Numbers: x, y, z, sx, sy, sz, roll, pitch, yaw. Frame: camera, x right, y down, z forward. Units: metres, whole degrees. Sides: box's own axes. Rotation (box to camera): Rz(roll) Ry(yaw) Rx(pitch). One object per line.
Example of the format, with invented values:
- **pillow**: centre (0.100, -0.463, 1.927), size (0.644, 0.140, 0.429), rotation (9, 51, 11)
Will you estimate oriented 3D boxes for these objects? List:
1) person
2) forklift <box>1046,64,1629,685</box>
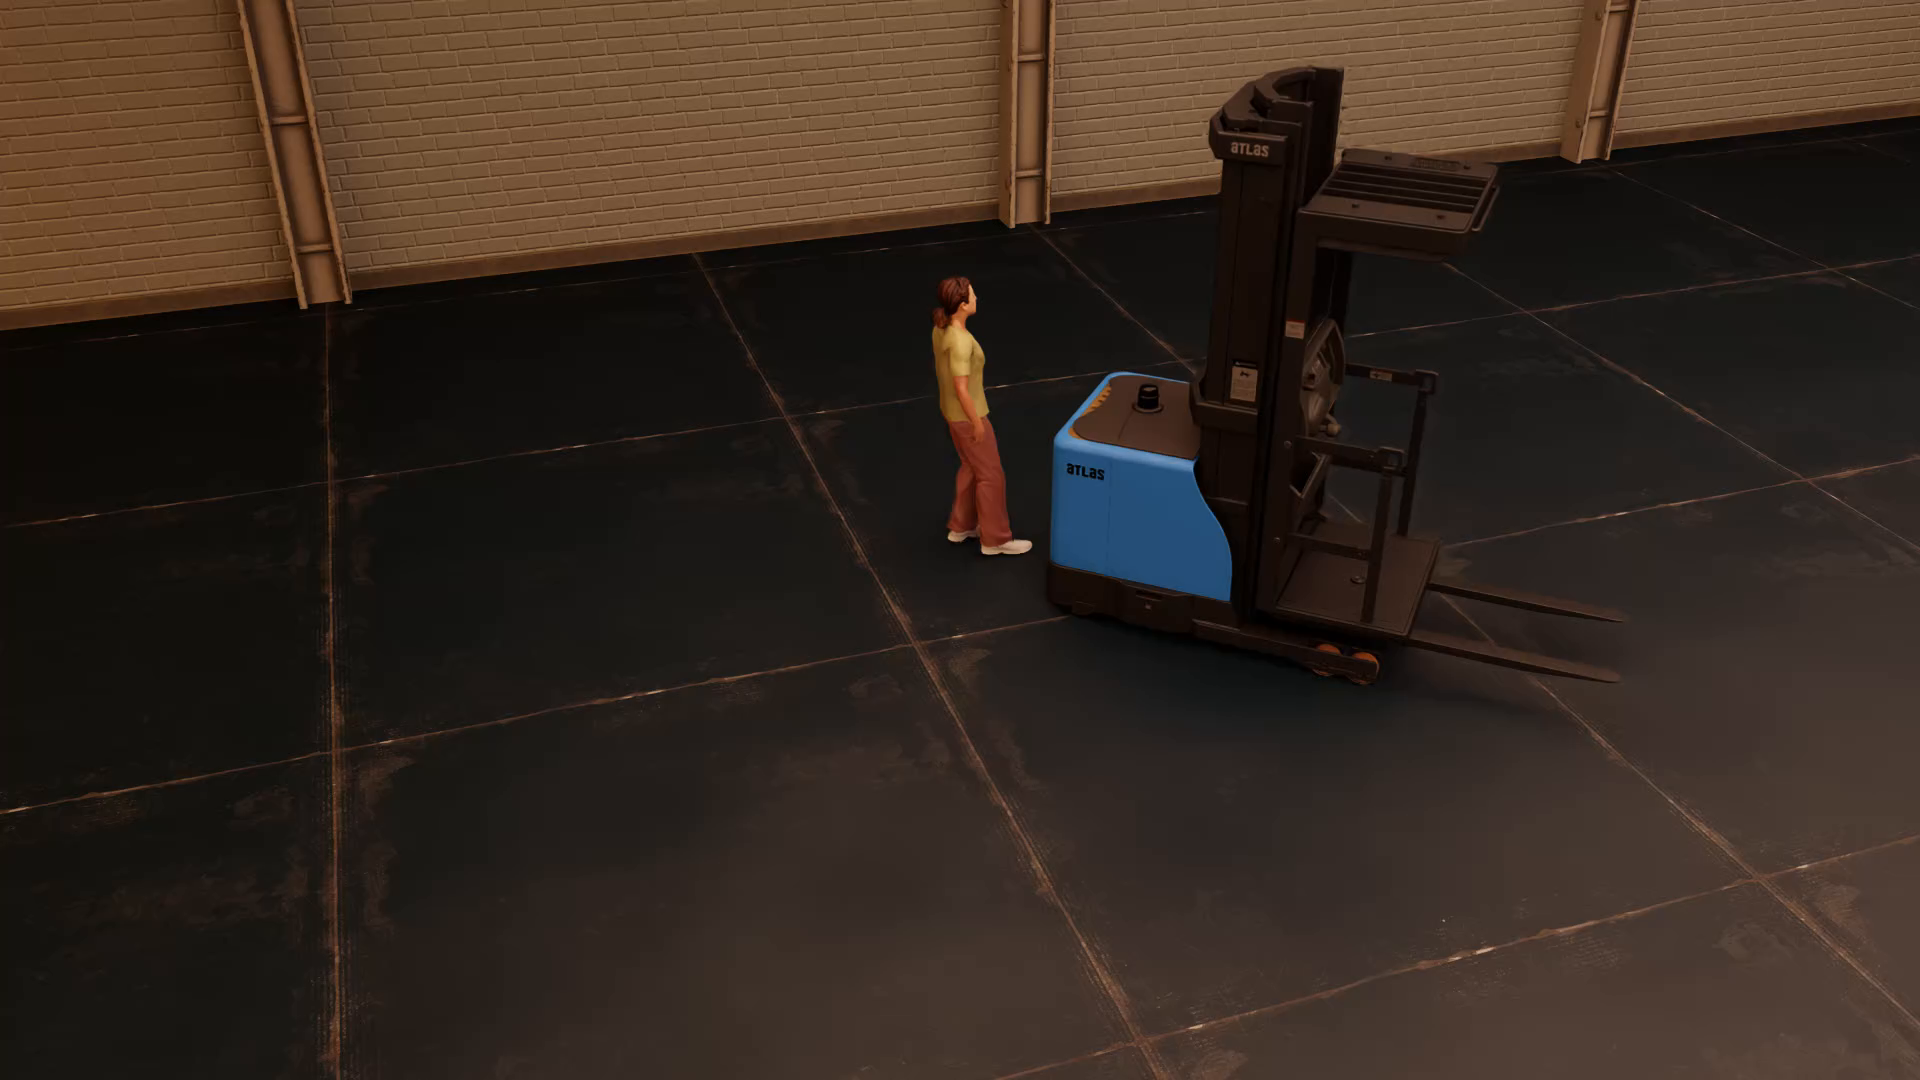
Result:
- **person**: centre (0.098, -0.742, 9.661), size (0.552, 1.665, 0.585), rotation (-8, 31, -14)
- **forklift**: centre (2.048, -0.816, 8.505), size (3.031, 2.935, 1.130), rotation (12, 32, 20)
